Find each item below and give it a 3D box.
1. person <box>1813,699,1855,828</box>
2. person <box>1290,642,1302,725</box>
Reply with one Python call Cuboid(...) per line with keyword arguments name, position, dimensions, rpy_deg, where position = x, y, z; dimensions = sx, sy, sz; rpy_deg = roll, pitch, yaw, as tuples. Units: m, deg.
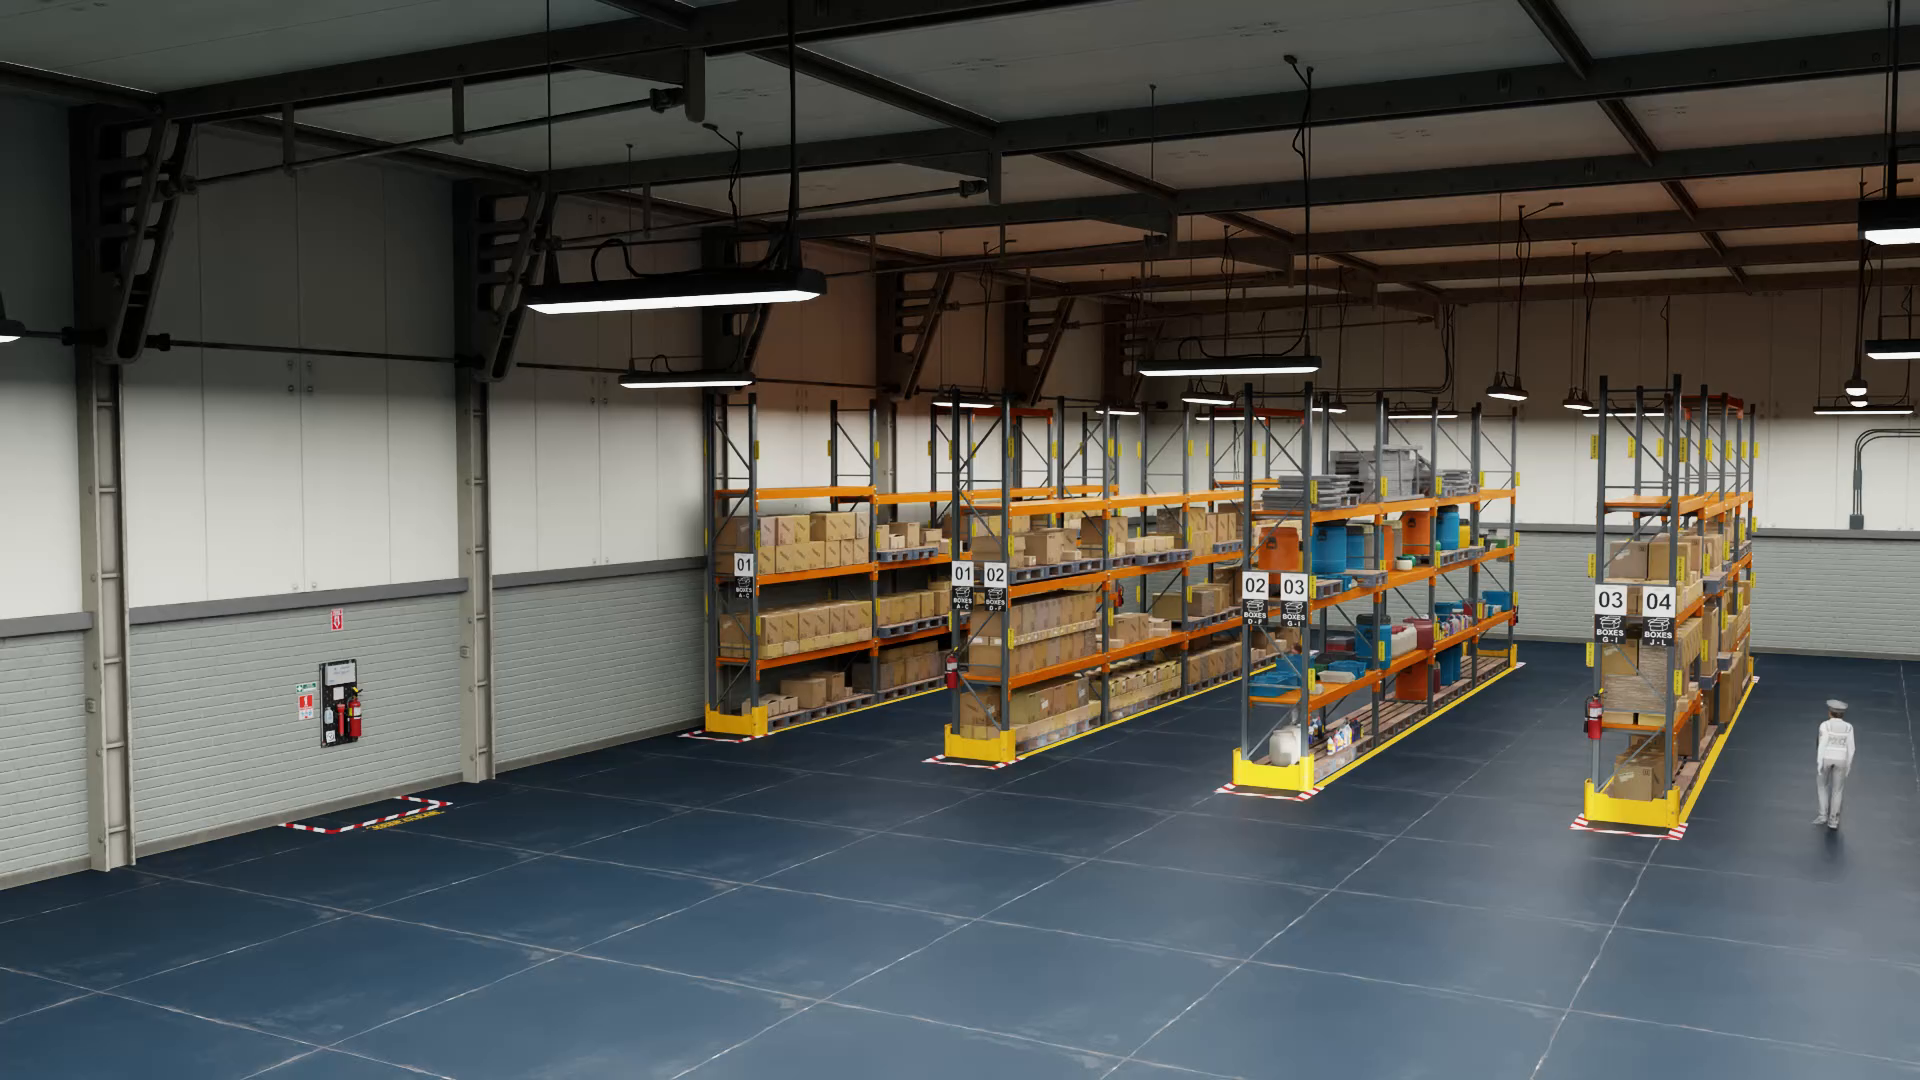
Cuboid(name="person", position=(11.608, 3.001, 22.060), dimensions=(0.470, 1.728, 0.573), rpy_deg=(1, 3, 23))
Cuboid(name="person", position=(6.024, 2.602, 29.744), dimensions=(0.761, 1.572, 0.426), rpy_deg=(-2, 4, -29))
